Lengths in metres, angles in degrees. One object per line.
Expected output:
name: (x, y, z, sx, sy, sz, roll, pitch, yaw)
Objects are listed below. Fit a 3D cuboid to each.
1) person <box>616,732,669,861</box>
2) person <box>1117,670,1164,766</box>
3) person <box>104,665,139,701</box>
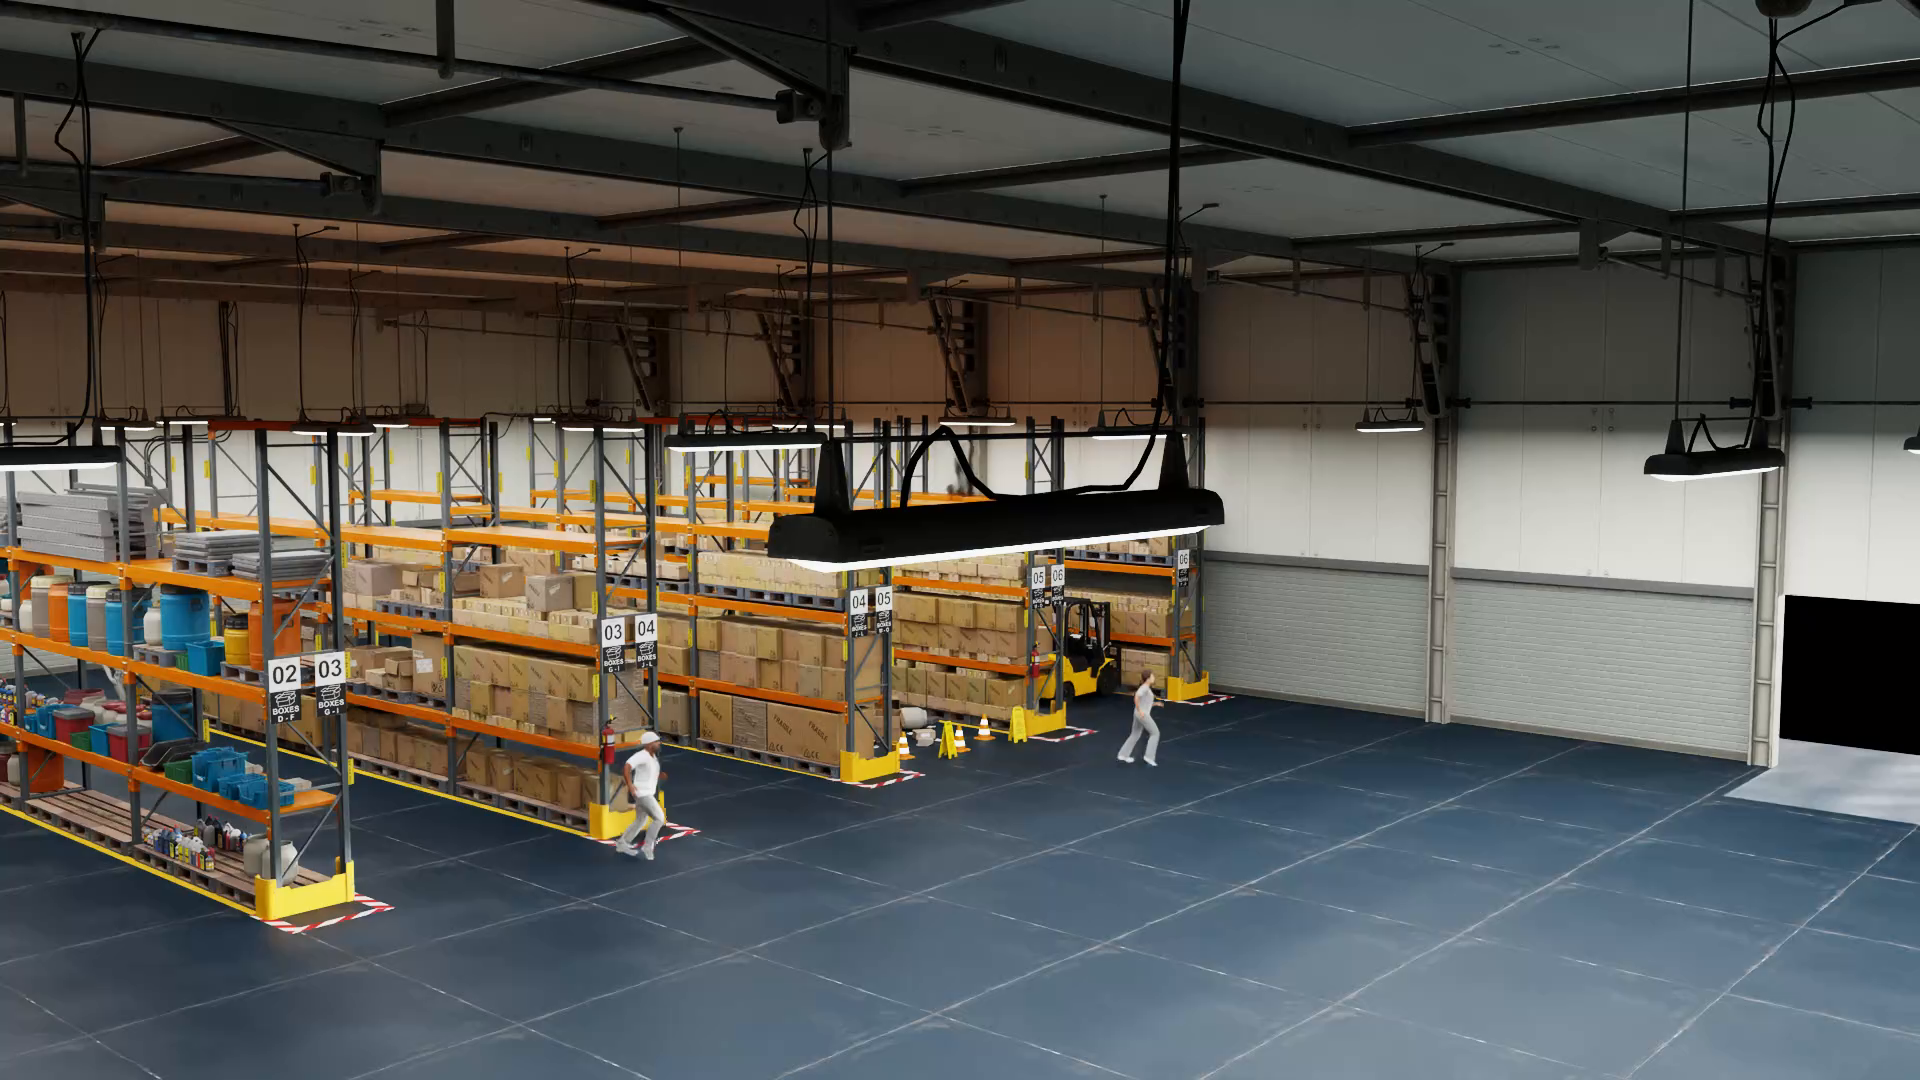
person: (-4.414, 3.583, 23.109, 0.726, 1.830, 0.735, 0, 5, -1)
person: (3.166, 3.117, 28.955, 0.841, 1.710, 0.499, 0, 5, -6)
person: (-16.370, 2.863, 32.478, 0.655, 1.627, 0.932, -5, 7, -45)
